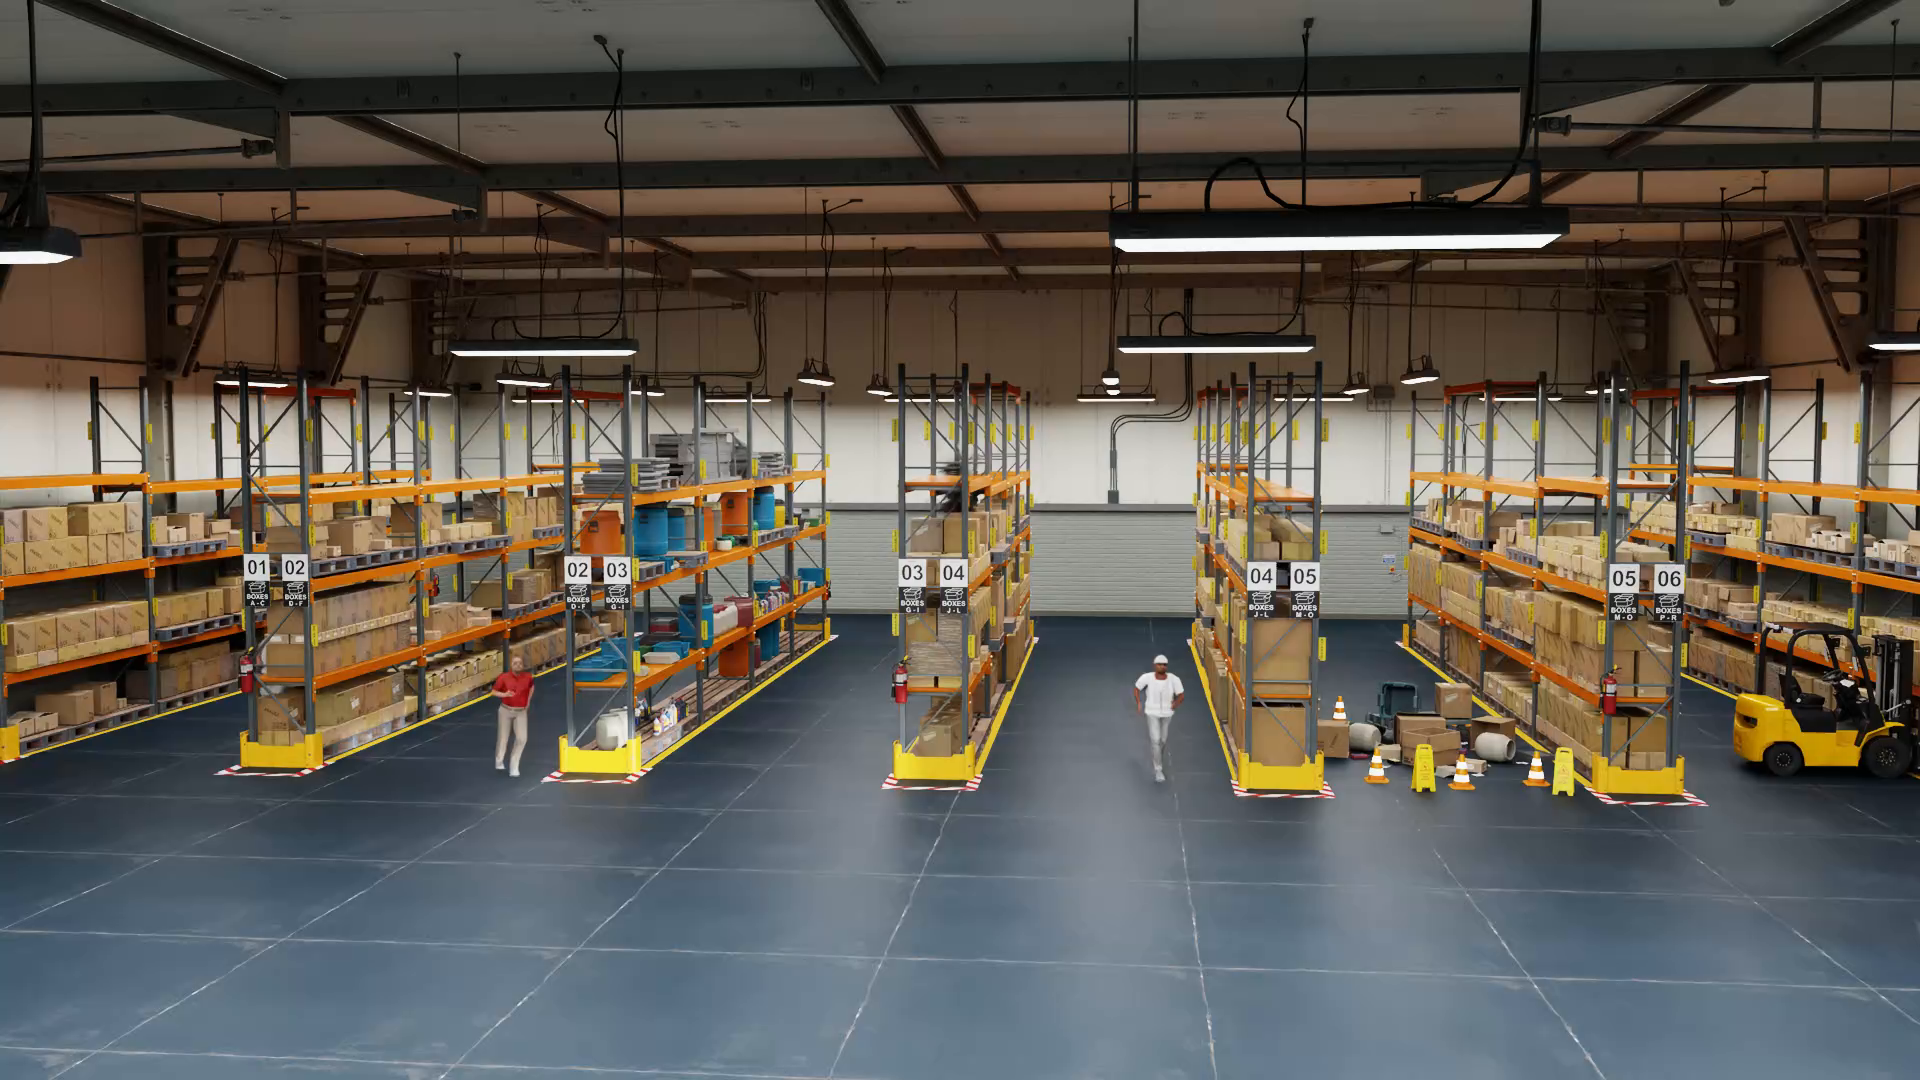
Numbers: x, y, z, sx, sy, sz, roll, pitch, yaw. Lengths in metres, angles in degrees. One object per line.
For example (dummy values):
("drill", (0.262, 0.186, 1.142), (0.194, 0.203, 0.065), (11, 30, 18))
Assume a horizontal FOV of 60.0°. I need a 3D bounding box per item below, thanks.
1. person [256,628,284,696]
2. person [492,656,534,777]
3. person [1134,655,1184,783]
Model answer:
("person", (-11.803, 2.303, 28.619), (0.657, 1.743, 0.605), (-1, 4, -8))
("person", (-6.542, 2.600, 24.425), (0.657, 1.800, 0.763), (-2, 4, -25))
("person", (2.913, 2.558, 24.241), (0.708, 1.791, 0.917), (0, 4, -5))
